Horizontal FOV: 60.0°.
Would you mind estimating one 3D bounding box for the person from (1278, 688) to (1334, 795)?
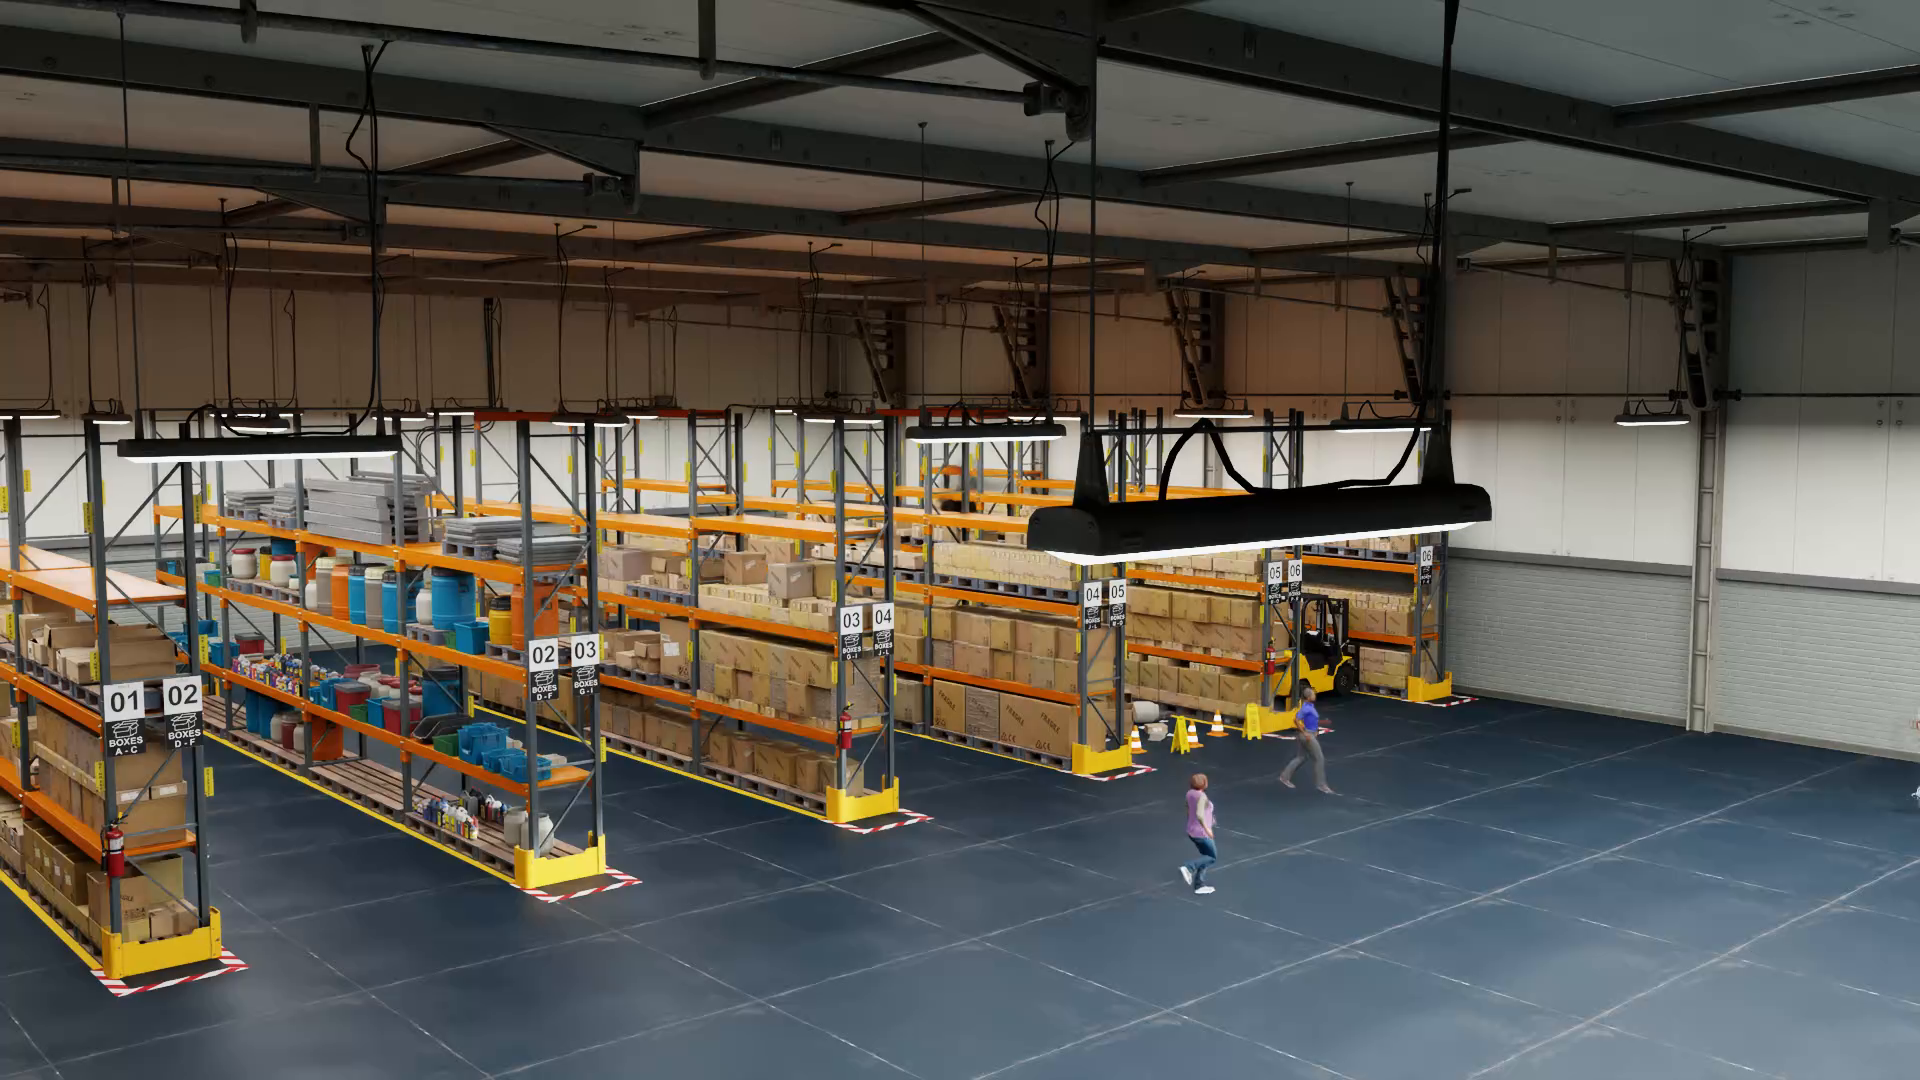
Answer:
[{"bbox_3d":[5.496,3.178,26.332,0.872,1.687,0.566,0,5,5],"label":"person"}]

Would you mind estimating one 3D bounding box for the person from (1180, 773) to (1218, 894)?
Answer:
[{"bbox_3d":[3.011,3.756,21.034,0.556,1.457,0.549,-2,5,-22],"label":"person"}]

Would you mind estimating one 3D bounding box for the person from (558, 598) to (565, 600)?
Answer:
[{"bbox_3d":[-9.414,2.146,38.850,0.702,1.598,0.500,-1,5,-14],"label":"person"}]

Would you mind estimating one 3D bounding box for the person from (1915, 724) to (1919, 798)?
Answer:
[{"bbox_3d":[14.940,3.201,25.182,0.984,1.765,0.685,0,5,-4],"label":"person"}]
